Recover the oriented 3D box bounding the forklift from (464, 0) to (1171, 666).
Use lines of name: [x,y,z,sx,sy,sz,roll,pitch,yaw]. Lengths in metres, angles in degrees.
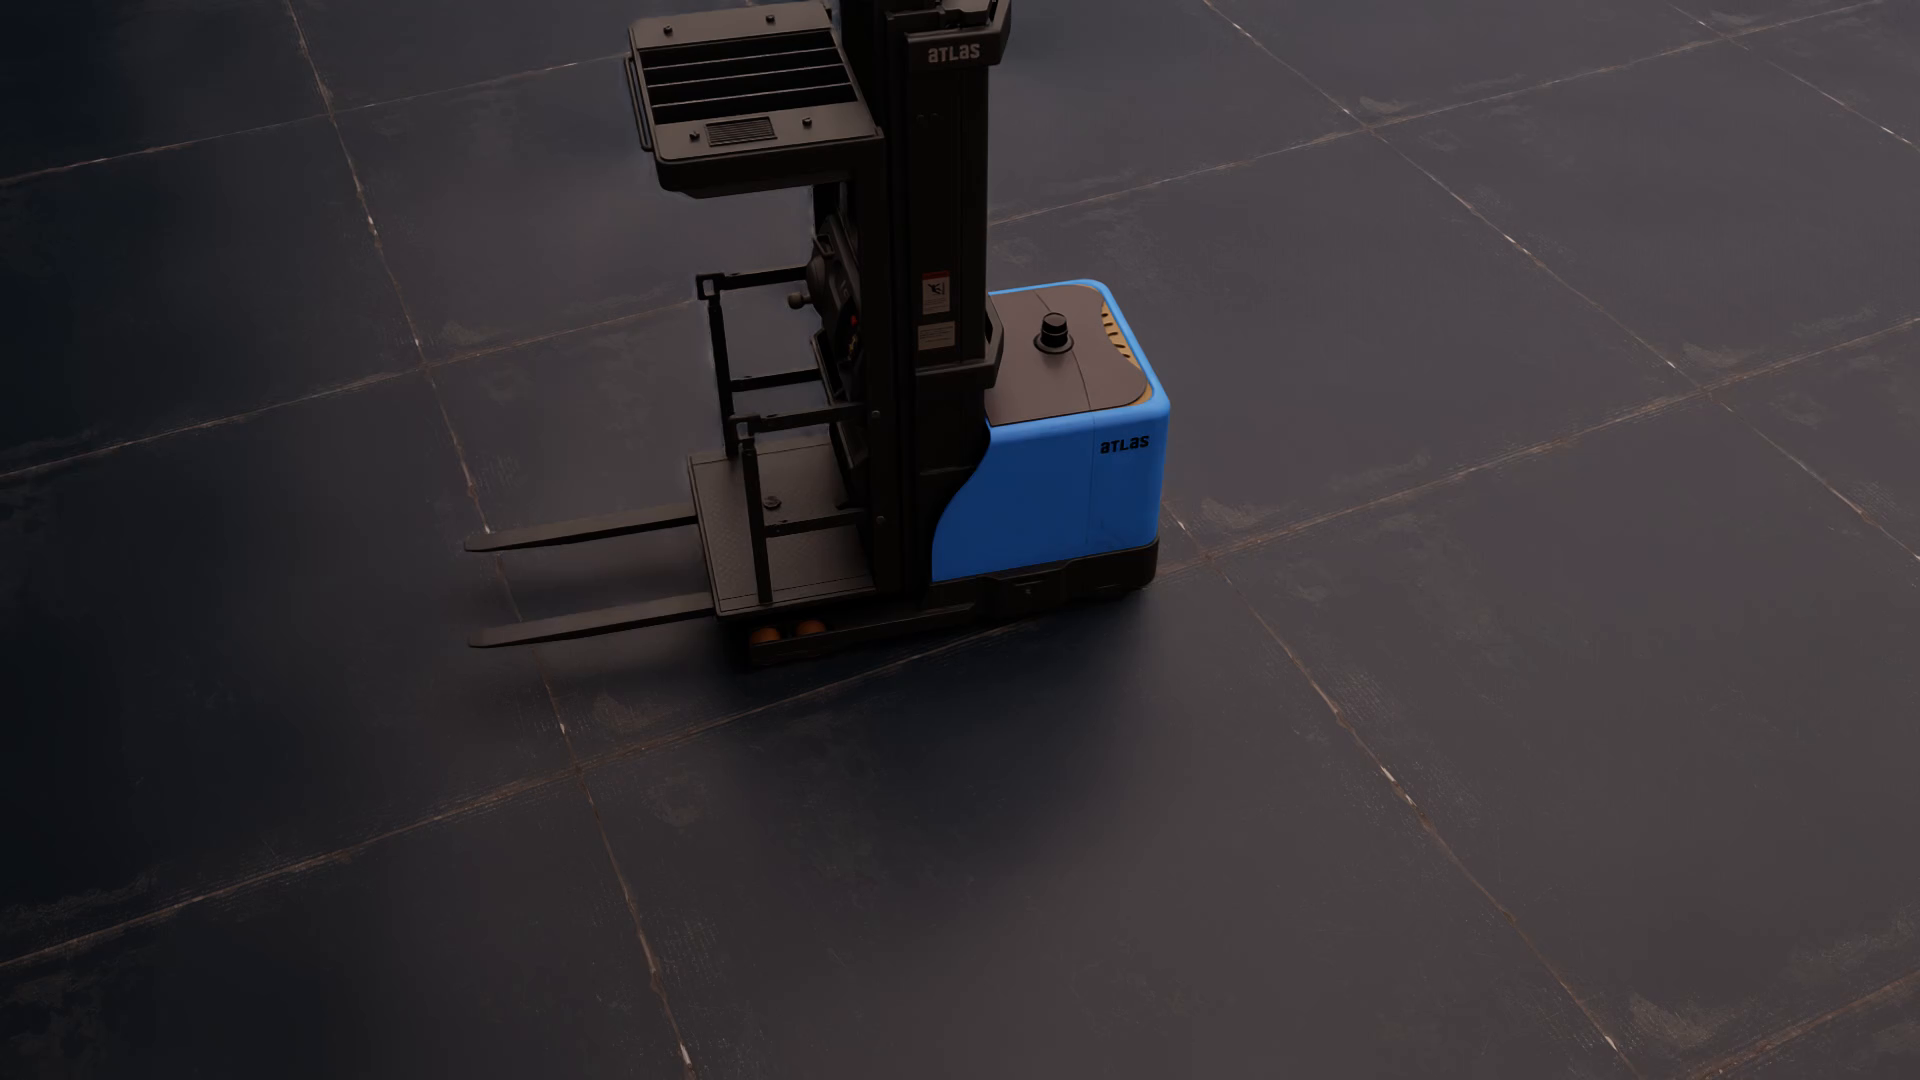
forklift: [-0.683,-0.926,6.672,3.031,2.935,1.130,-10,44,-10]
